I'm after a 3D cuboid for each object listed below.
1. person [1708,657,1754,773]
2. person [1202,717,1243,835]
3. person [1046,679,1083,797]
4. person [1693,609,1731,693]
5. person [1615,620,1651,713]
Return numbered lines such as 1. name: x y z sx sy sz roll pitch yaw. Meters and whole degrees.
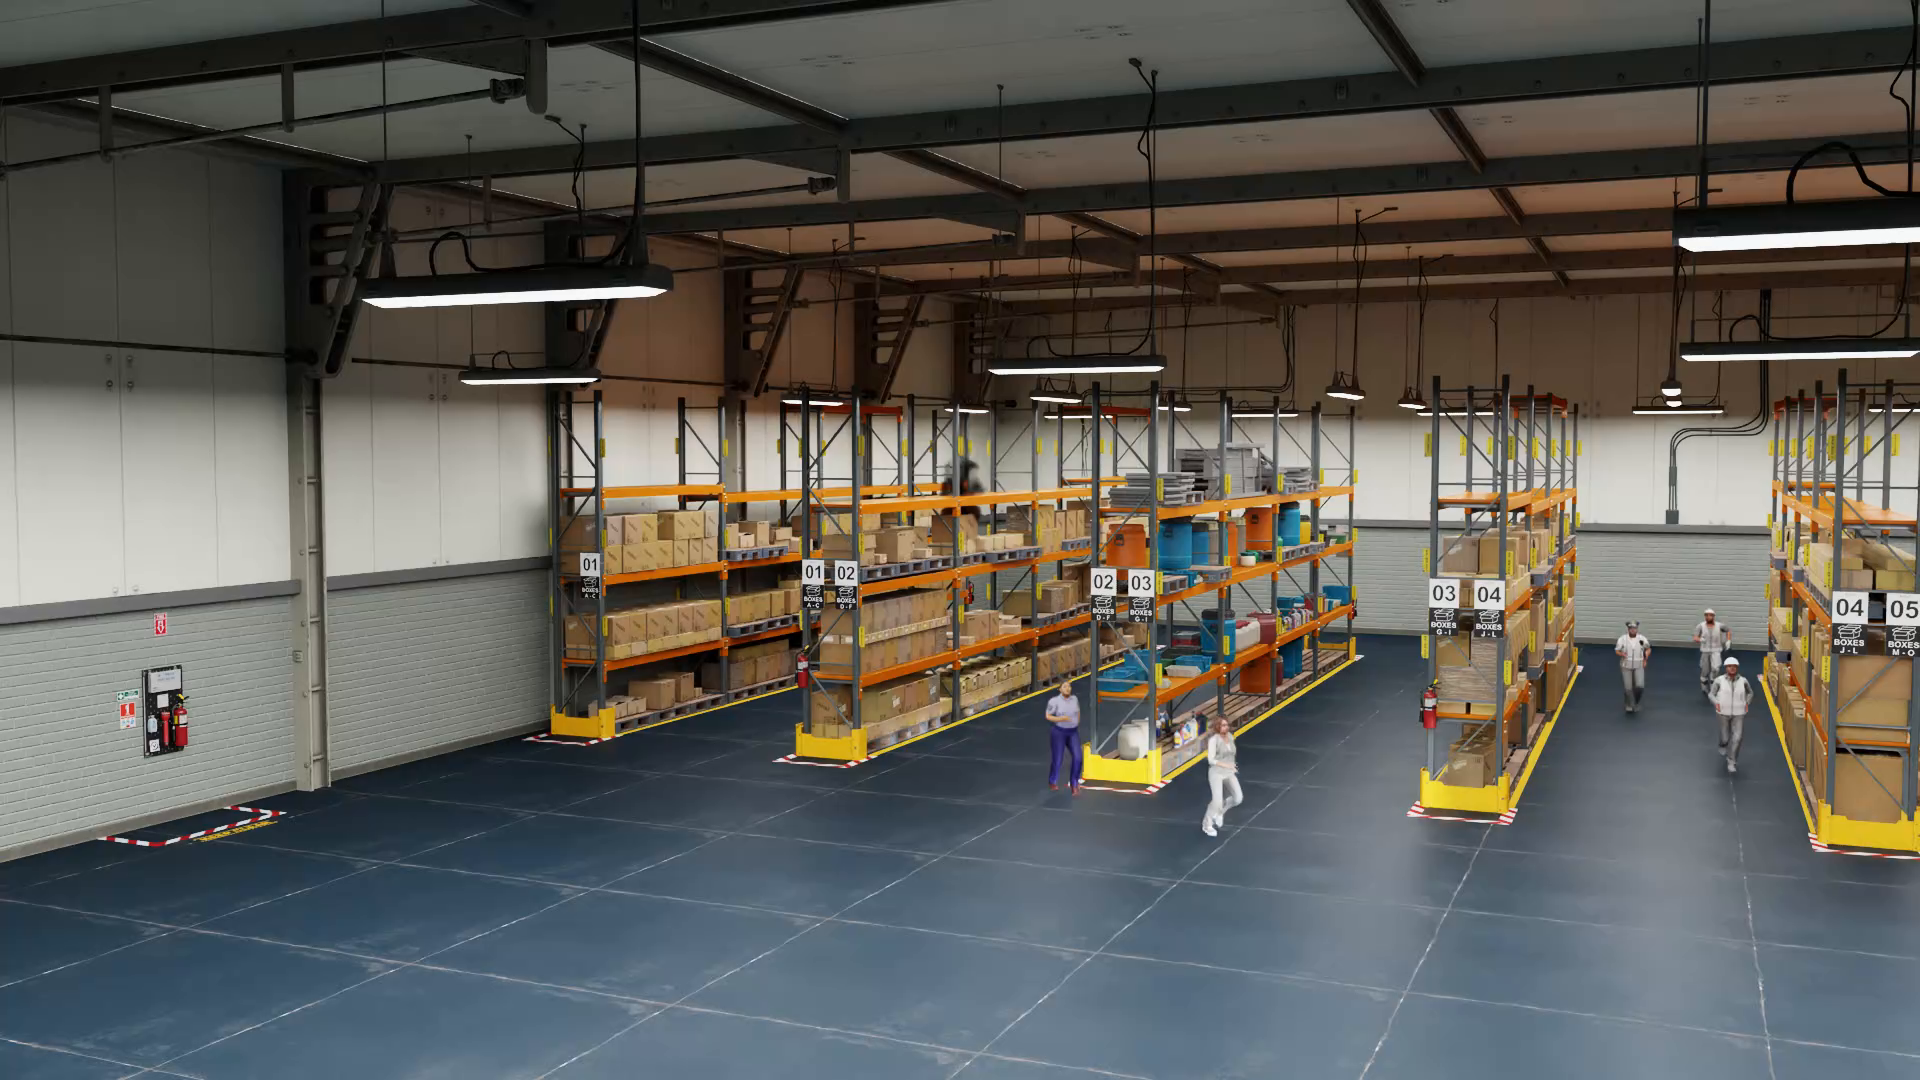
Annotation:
1. person: 12.044 2.708 25.978 0.661 1.758 0.792 1 3 18
2. person: 3.399 3.041 21.375 0.560 1.556 0.691 -2 4 -30
3. person: 1.518 2.871 24.010 0.601 1.721 0.646 -1 3 -18
4. person: 15.042 2.268 33.283 0.674 1.793 0.894 2 4 28
5. person: 12.691 2.395 31.349 0.640 1.760 0.645 1 3 18
